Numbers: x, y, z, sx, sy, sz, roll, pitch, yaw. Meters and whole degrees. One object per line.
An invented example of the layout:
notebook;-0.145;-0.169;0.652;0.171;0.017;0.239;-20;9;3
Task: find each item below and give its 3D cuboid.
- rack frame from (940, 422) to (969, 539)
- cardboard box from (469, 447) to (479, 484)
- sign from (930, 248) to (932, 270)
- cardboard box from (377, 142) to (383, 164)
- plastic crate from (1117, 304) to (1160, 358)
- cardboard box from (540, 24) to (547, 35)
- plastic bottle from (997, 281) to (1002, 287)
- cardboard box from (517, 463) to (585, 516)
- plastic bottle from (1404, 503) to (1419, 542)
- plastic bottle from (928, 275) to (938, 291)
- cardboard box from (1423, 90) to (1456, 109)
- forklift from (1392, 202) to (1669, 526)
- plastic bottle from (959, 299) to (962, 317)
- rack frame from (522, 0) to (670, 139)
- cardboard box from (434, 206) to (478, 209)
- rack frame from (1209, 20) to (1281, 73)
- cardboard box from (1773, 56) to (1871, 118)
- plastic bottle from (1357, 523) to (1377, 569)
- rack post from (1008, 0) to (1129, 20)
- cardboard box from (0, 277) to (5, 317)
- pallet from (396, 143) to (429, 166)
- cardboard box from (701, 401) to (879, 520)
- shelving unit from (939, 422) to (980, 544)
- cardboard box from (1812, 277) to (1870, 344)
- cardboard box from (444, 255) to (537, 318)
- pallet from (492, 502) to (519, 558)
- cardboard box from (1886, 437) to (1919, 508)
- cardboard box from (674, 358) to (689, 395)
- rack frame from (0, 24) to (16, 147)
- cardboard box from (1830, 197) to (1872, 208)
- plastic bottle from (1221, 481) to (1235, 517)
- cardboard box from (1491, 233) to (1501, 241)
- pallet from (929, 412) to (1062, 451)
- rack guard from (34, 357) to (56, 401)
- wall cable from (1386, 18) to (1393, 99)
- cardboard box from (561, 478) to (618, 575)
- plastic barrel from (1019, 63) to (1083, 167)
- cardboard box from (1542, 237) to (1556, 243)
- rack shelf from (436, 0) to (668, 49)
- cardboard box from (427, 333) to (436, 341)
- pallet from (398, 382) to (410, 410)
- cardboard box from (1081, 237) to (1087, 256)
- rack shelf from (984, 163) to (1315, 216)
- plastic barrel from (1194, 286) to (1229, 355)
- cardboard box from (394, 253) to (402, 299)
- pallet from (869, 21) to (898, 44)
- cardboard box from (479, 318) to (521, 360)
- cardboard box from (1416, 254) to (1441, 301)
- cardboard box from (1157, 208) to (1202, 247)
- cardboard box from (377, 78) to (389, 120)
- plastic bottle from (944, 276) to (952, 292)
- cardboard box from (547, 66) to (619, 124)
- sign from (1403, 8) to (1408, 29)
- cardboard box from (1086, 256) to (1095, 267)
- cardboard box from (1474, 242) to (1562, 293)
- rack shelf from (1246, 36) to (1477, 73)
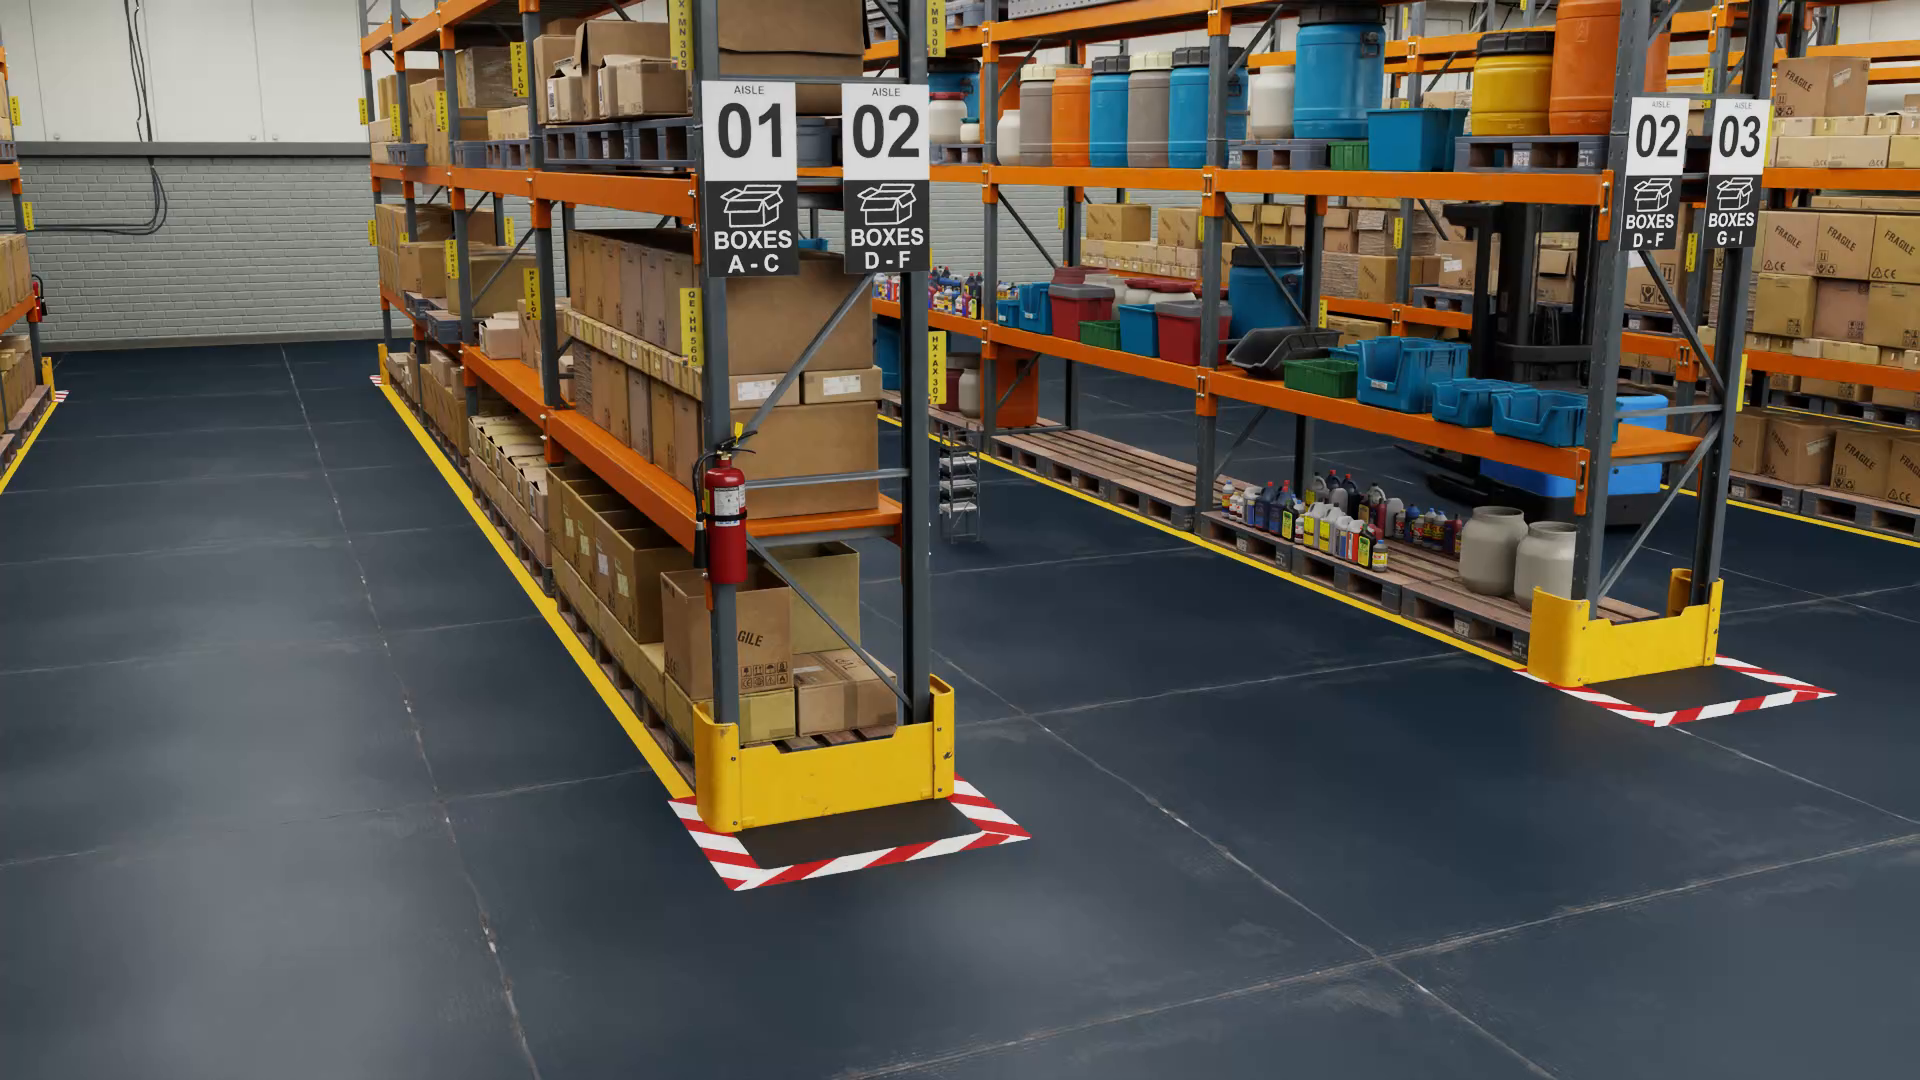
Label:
rack frame;-0.044;-0.461;12.866;0.240;0.900;0.006;-6;14;-23
cardboard box;-3.884;-0.645;14.172;0.500;0.250;0.500;-6;14;-23
sign;-0.382;-3.372;20.173;0.100;0.325;0.005;-6;14;-23
cardboard box;-6.667;-4.619;19.856;0.500;0.250;0.500;-6;14;-23
plastic crate;1.590;-1.727;13.715;0.392;0.384;0.575;-6;14;-23
cardboard box;-2.683;-3.293;11.533;0.500;0.500;0.500;-4;14;-18
plastic bottle;0.417;-2.666;17.996;0.061;0.283;0.133;-6;14;-23
cardboard box;-2.862;-0.391;11.832;0.500;0.311;0.500;-5;14;-21
plastic bottle;3.220;-0.130;11.854;0.097;0.271;0.097;0;13;0
plastic bottle;-0.321;-2.655;17.800;0.144;0.351;0.185;-6;14;-23
cardboard box;5.206;-4.442;17.428;0.500;0.500;0.500;-5;14;-22
forklift;4.753;-1.807;14.176;1.130;2.935;3.031;-3;13;-11
plastic bottle;0.040;-2.383;16.954;0.097;0.201;0.097;0;13;0
rack frame;-2.223;-4.011;10.244;1.000;3.000;0.127;-6;14;-23
cardboard box;-5.979;-3.719;19.848;0.500;0.500;0.500;-5;14;-21
rack frame;3.651;-6.558;21.248;1.000;3.000;0.127;-6;14;-23
cardboard box;7.269;-3.811;14.042;0.500;0.500;0.500;-6;14;-25
plastic bottle;2.719;0.038;11.102;0.061;0.283;0.133;-5;14;-22
rack post;1.450;-4.954;13.876;1.013;1.000;3.121;-6;14;-23
cardboard box;-10.167;-2.553;16.582;0.980;0.700;0.700;-5;14;-22
pallet;-4.812;-3.756;16.211;1.213;0.211;1.003;-6;14;-23
cardboard box;-0.796;-0.408;7.760;0.700;0.500;0.500;-6;14;-23
shelving unit;-0.003;-0.440;12.776;0.258;0.900;0.210;-6;14;-23
cardboard box;7.440;-1.877;13.445;0.875;0.500;0.500;-6;14;-23
cardboard box;-4.181;-2.288;14.951;0.700;0.500;0.500;-12;18;-42
pallet;-3.046;-0.131;12.968;1.003;0.211;1.213;-6;14;-23
cardboard box;7.719;-0.525;13.097;0.500;0.500;0.500;-4;14;-18
cardboard box;-1.157;-0.795;7.993;0.380;0.149;0.250;-6;14;-24
rack frame;-11.567;-6.042;19.019;1.000;3.000;0.127;-6;14;-23
cardboard box;13.072;-4.743;24.271;0.500;0.500;0.500;-6;14;-24
plastic bottle;2.043;-0.315;12.653;0.097;0.271;0.097;0;13;0
cardboard box;7.783;-4.330;24.047;0.500;0.500;0.500;-6;14;-23
pallet;0.361;-1.162;17.423;1.003;0.211;1.213;-6;14;-23
rack guard;-11.577;-1.907;19.999;1.175;0.500;0.348;-6;14;-23
wall cable;8.592;-9.429;33.654;0.463;3.000;0.029;-6;14;-23
cardboard box;-2.116;-0.092;10.119;0.500;0.500;0.500;-6;14;-23
plastic barrel;0.845;-3.878;15.208;0.600;0.901;0.600;0;13;0
cardboard box;8.182;-4.060;22.725;0.380;0.149;0.250;-5;14;-22
rack shelf;-3.024;-3.879;12.156;1.077;0.370;4.000;-6;14;-23
cardboard box;-6.586;-2.474;21.475;0.500;0.500;0.500;-6;14;-23
pallet;-6.194;-1.777;20.080;1.003;0.211;1.213;-6;14;-23
cardboard box;1.994;-4.410;24.945;0.500;0.250;0.500;-6;14;-24
rack shelf;1.516;-3.059;14.378;1.077;0.370;4.000;-6;14;-23
plastic barrel;2.135;-1.819;13.775;0.433;0.535;0.433;0;13;0
cardboard box;-6.278;-3.082;19.314;0.500;0.500;0.500;-5;14;-22
pallet;-0.528;-5.656;18.655;1.003;0.211;1.213;-6;14;-23
cardboard box;-3.644;-1.669;13.627;0.500;0.311;0.500;-6;14;-24
cardboard box;5.308;-2.983;18.883;0.500;0.500;0.500;-5;14;-21
cardboard box;3.025;-4.247;22.578;0.500;0.500;0.500;-5;14;-22
cardboard box;-6.686;-5.349;20.239;0.700;0.500;0.500;-6;14;-23
plastic bottle;-0.138;-2.850;18.819;0.097;0.271;0.097;0;13;0
cardboard box;-2.046;-2.540;9.495;0.500;0.311;0.500;-6;15;-26
sign;7.150;-8.390;26.739;0.100;0.325;0.005;-6;14;-23
cardboard box;2.095;-4.130;24.621;0.380;0.149;0.250;-6;14;-24
cardboard box;5.821;-2.848;17.369;0.700;0.500;0.500;-3;13;-15
rack shelf;4.452;-5.599;19.589;1.077;0.370;4.000;-6;14;-23
